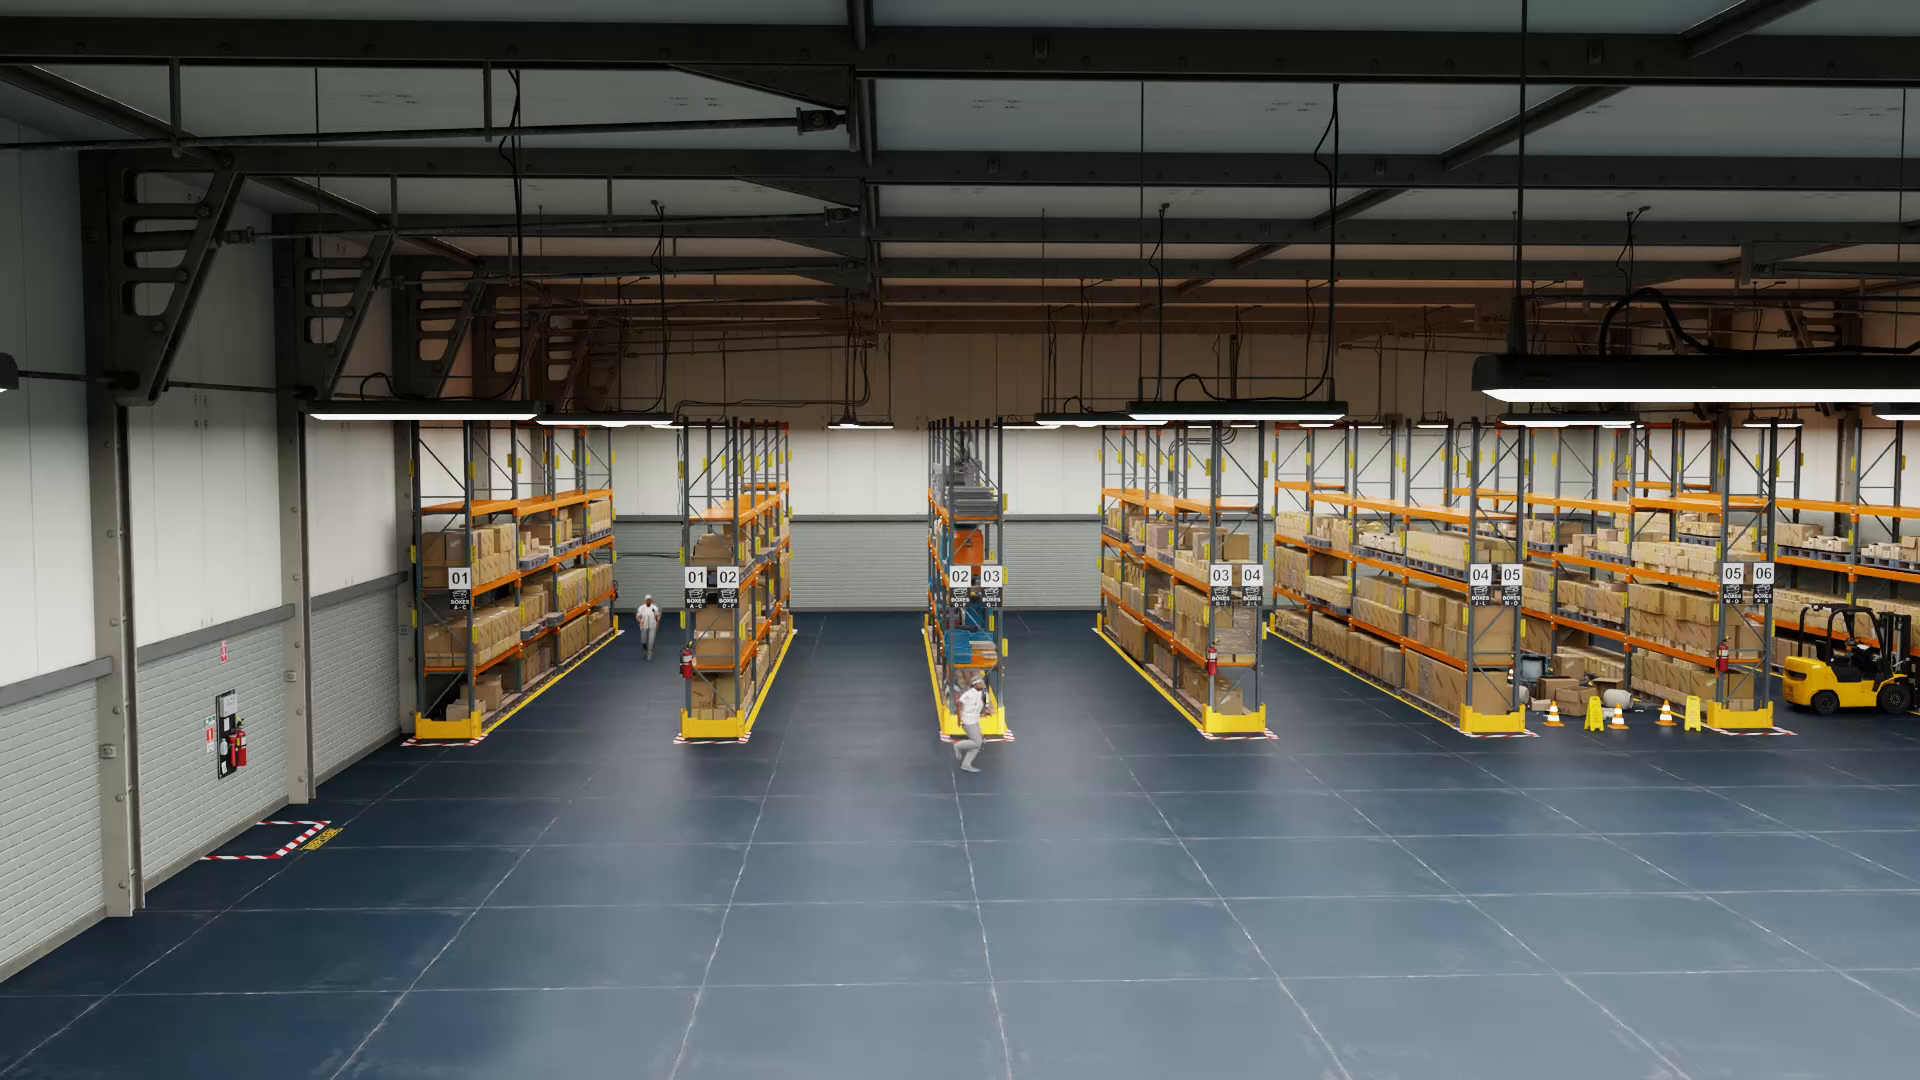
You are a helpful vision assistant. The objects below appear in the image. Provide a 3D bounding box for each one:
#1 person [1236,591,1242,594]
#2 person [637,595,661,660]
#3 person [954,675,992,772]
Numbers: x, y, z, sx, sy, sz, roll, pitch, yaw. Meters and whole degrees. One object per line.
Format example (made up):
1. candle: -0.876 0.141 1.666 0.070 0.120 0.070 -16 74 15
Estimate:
1. person: 7.841 1.740 47.982 0.672 1.730 0.552 3 5 39
2. person: -7.804 2.193 41.707 0.595 1.622 0.561 -1 4 -12
3. person: 0.222 3.088 28.030 0.641 1.649 0.615 2 4 22
